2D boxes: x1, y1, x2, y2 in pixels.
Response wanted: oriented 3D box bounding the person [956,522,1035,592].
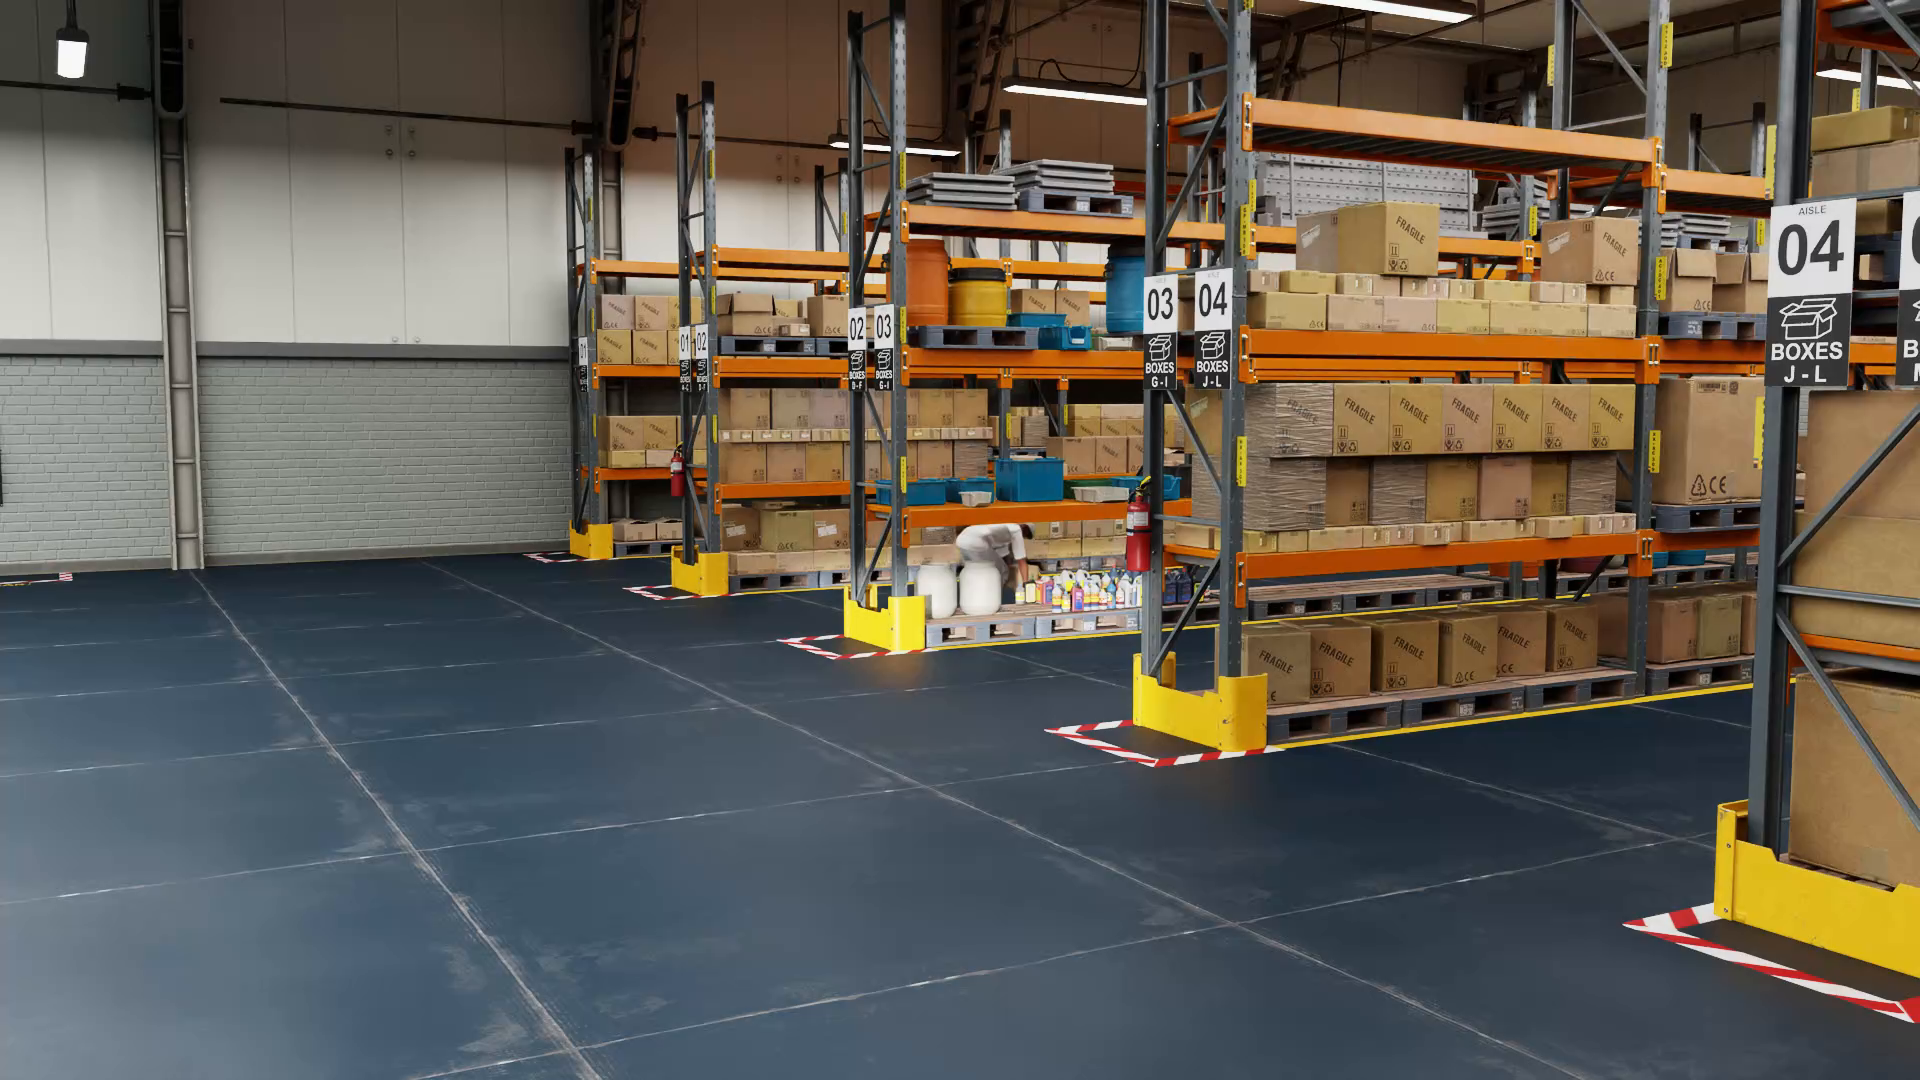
[{"bbox_3d":[0.415,0.261,18.236,0.967,1.051,0.515,-3,6,-31],"label":"person"}]
